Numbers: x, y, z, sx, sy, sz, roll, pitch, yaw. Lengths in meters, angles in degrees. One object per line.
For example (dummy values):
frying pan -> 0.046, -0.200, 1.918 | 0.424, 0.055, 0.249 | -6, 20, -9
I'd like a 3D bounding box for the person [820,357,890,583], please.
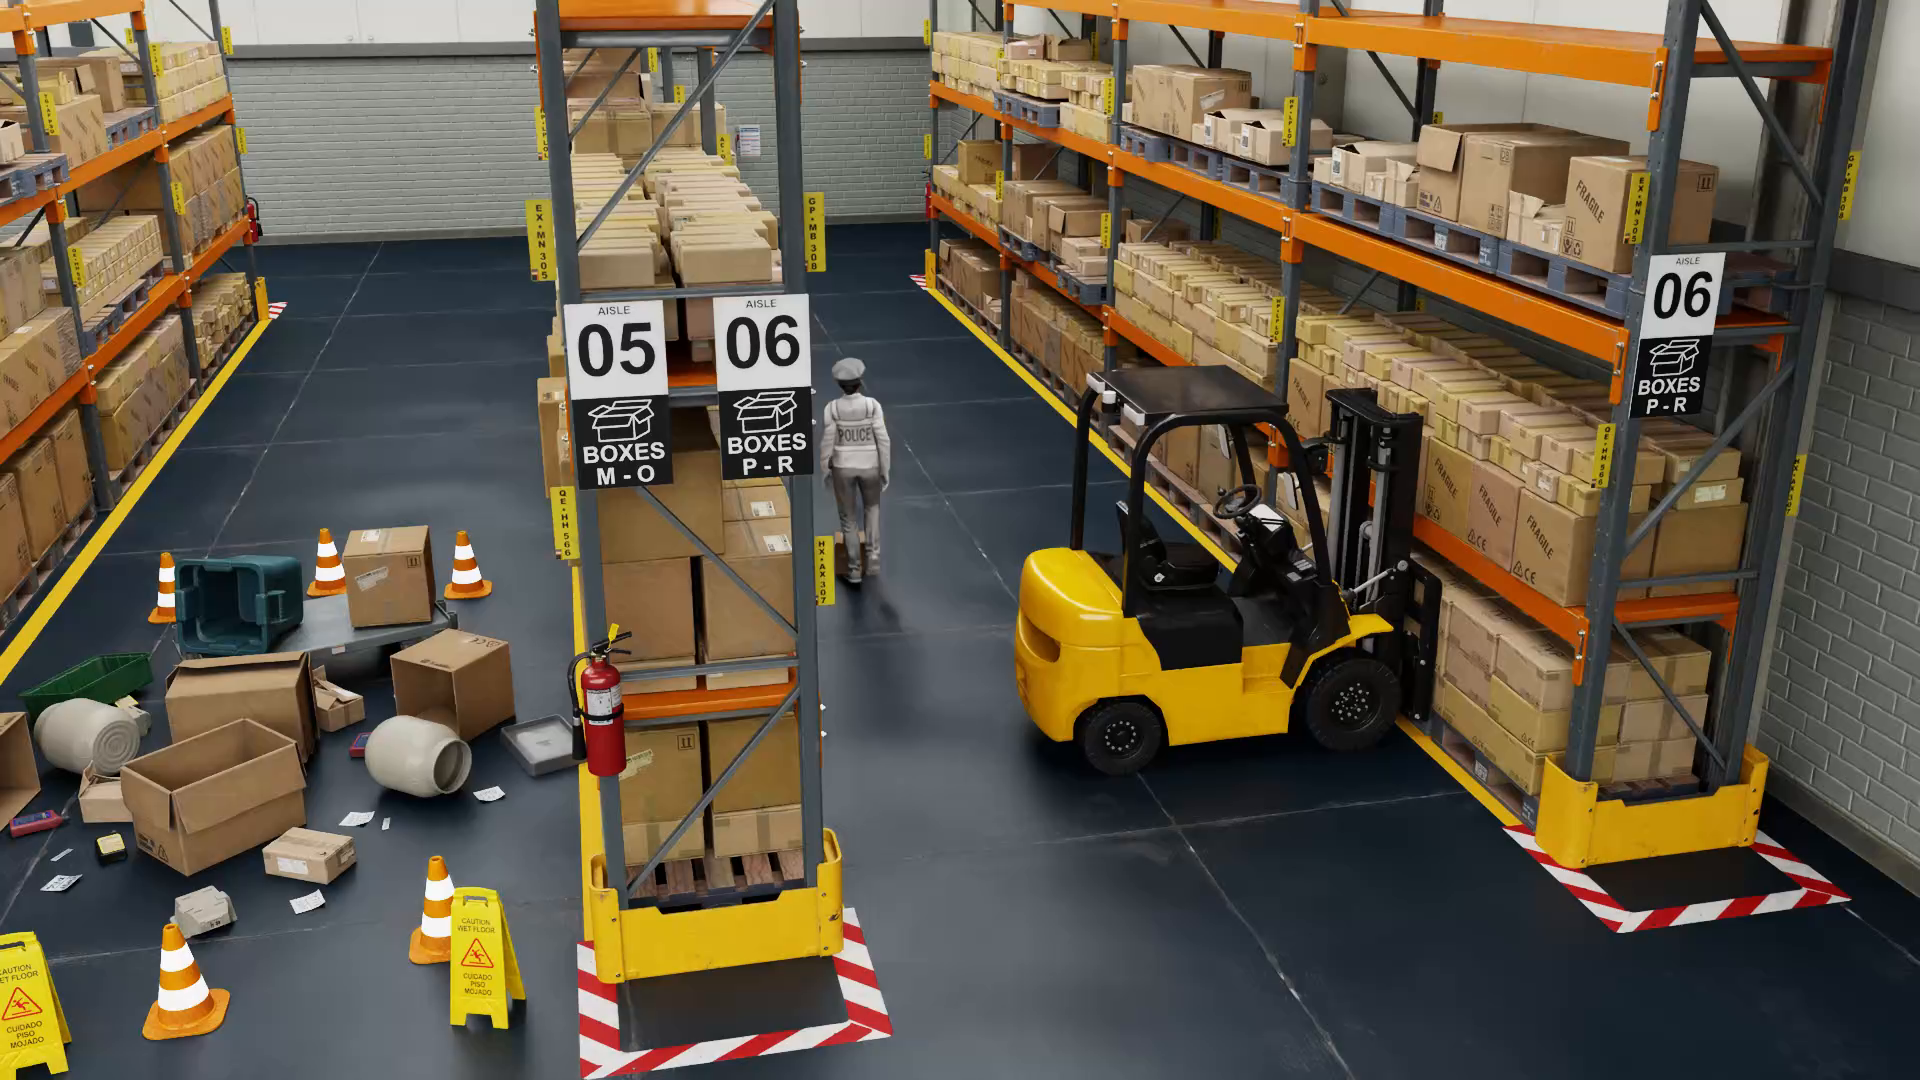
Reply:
person -> -0.778, -0.504, 12.394 | 0.513, 1.702, 0.410 | -4, 20, -10
